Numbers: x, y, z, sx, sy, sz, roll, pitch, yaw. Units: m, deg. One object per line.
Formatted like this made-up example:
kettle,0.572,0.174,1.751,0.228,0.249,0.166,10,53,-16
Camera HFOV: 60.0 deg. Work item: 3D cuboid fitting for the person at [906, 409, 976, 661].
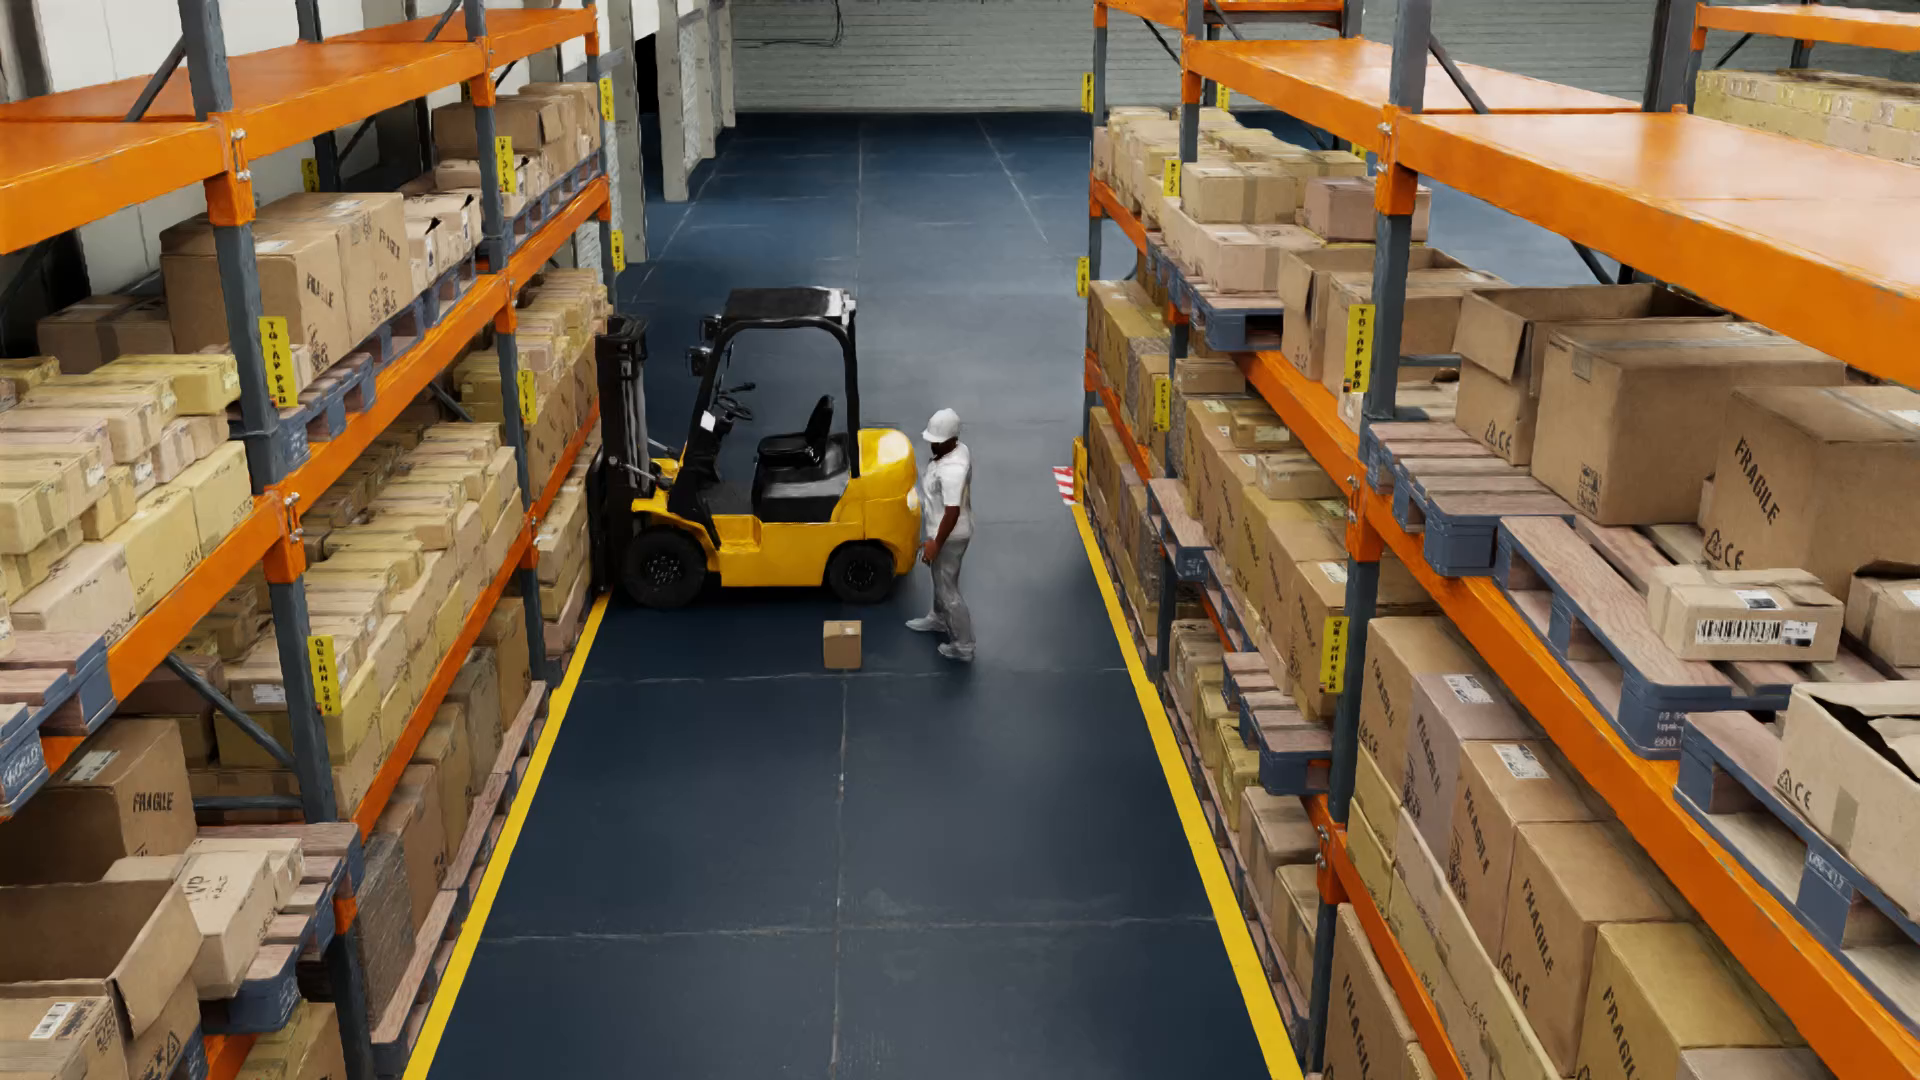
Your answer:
person,-0.146,-0.068,11.261,0.555,1.768,0.683,3,20,7
